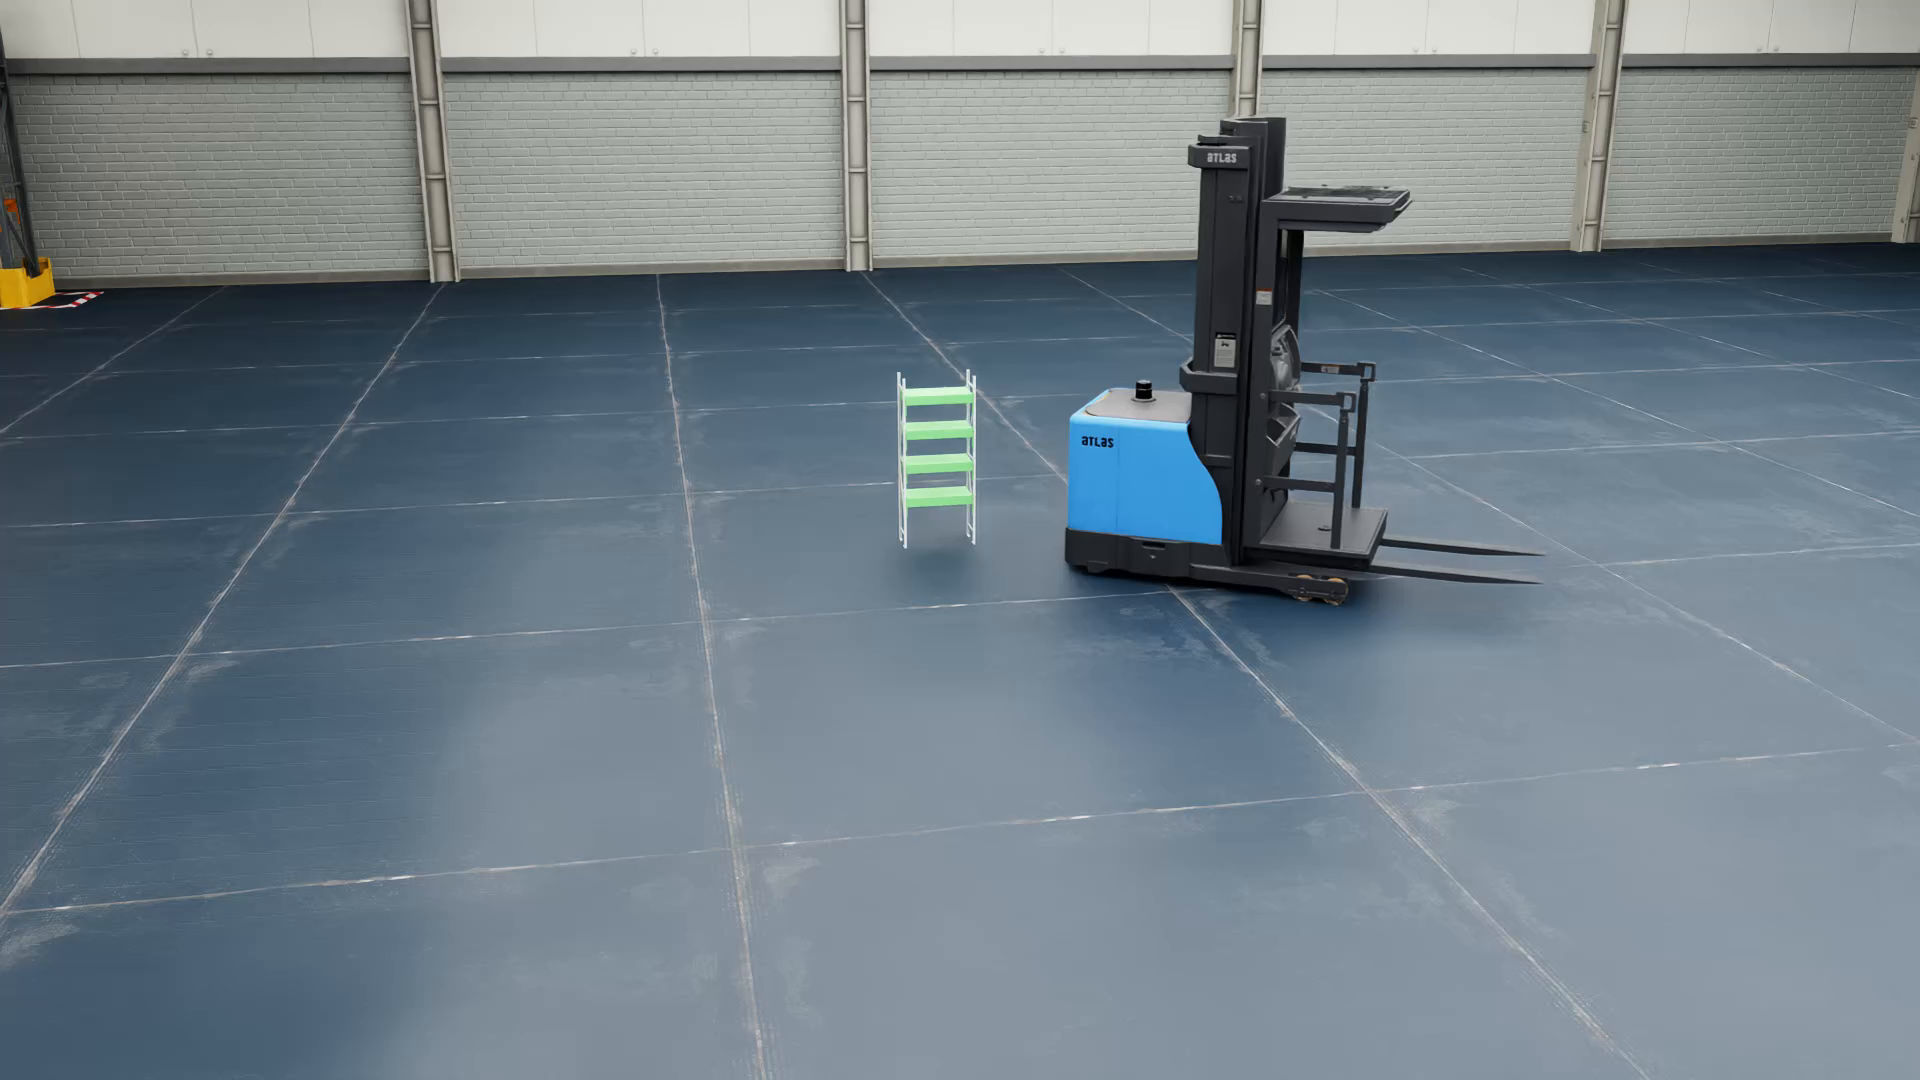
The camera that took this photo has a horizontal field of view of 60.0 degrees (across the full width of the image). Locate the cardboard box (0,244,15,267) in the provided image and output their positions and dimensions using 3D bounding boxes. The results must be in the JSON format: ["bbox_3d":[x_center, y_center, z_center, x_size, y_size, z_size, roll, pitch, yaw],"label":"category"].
[{"bbox_3d":[-12.962,-3.785,22.142,0.500,0.250,0.500,-3,17,-9],"label":"cardboard box"}]

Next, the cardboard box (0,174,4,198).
[{"bbox_3d":[-13.000,-4.726,21.919,0.500,0.500,0.500,-3,17,-9],"label":"cardboard box"}]

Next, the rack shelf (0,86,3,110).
[{"bbox_3d":[-14.424,-5.604,21.066,4.000,0.370,1.077,-3,17,-10],"label":"rack shelf"}]

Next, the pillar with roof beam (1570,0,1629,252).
[{"bbox_3d":[11.066,-7.810,21.914,0.400,9.000,9.100,-3,17,-10],"label":"pillar with roof beam"}]

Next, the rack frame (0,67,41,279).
[{"bbox_3d":[-12.461,-4.626,21.763,0.127,3.000,1.000,-3,17,-10],"label":"rack frame"}]

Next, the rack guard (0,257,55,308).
[{"bbox_3d":[-12.437,-3.432,22.135,0.348,0.500,1.175,-3,17,-10],"label":"rack guard"}]

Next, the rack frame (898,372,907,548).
[{"bbox_3d":[-0.402,-0.551,11.561,0.015,1.200,0.240,-3,17,-10],"label":"rack frame"}]

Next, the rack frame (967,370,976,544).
[{"bbox_3d":[0.077,-0.578,11.650,0.015,1.200,0.240,-3,17,-10],"label":"rack frame"}]

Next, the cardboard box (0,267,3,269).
[{"bbox_3d":[-12.980,-3.541,22.200,0.500,0.250,0.500,-3,17,-10],"label":"cardboard box"}]

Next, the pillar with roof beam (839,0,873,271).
[{"bbox_3d":[-0.716,-7.142,19.738,0.400,9.000,9.100,-3,17,-10],"label":"pillar with roof beam"}]

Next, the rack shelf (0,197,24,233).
[{"bbox_3d":[-14.424,-4.170,21.506,4.000,0.370,1.077,-3,17,-10],"label":"rack shelf"}]

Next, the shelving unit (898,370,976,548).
[{"bbox_3d":[-0.163,-0.564,11.606,0.503,1.200,0.258,-3,17,-10],"label":"shelving unit"}]

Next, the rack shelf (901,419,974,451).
[{"bbox_3d":[-0.163,-0.733,11.554,0.480,0.148,0.258,-3,17,-10],"label":"rack shelf"}]

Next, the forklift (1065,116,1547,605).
[{"bbox_3d":[2.272,-1.169,10.627,3.031,2.935,1.130,6,18,19],"label":"forklift"}]

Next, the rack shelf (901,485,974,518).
[{"bbox_3d":[-0.163,-0.274,11.695,0.480,0.148,0.258,-3,17,-10],"label":"rack shelf"}]

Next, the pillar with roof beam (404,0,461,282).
[{"bbox_3d":[-6.607,-6.808,18.650,0.400,9.000,9.100,-3,17,-10],"label":"pillar with roof beam"}]

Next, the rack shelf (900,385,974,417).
[{"bbox_3d":[-0.163,-0.962,11.483,0.480,0.148,0.258,-3,17,-10],"label":"rack shelf"}]

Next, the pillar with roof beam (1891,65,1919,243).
[{"bbox_3d":[16.957,-8.144,23.002,0.400,9.000,9.100,-3,17,-10],"label":"pillar with roof beam"}]

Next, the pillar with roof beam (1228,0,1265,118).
[{"bbox_3d":[5.175,-7.476,20.826,0.400,9.000,9.100,-3,17,-10],"label":"pillar with roof beam"}]

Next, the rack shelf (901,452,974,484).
[{"bbox_3d":[-0.163,-0.503,11.624,0.480,0.148,0.258,-3,17,-10],"label":"rack shelf"}]

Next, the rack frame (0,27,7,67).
[{"bbox_3d":[-12.461,-7.494,20.883,0.127,3.000,1.000,-3,17,-10],"label":"rack frame"}]
